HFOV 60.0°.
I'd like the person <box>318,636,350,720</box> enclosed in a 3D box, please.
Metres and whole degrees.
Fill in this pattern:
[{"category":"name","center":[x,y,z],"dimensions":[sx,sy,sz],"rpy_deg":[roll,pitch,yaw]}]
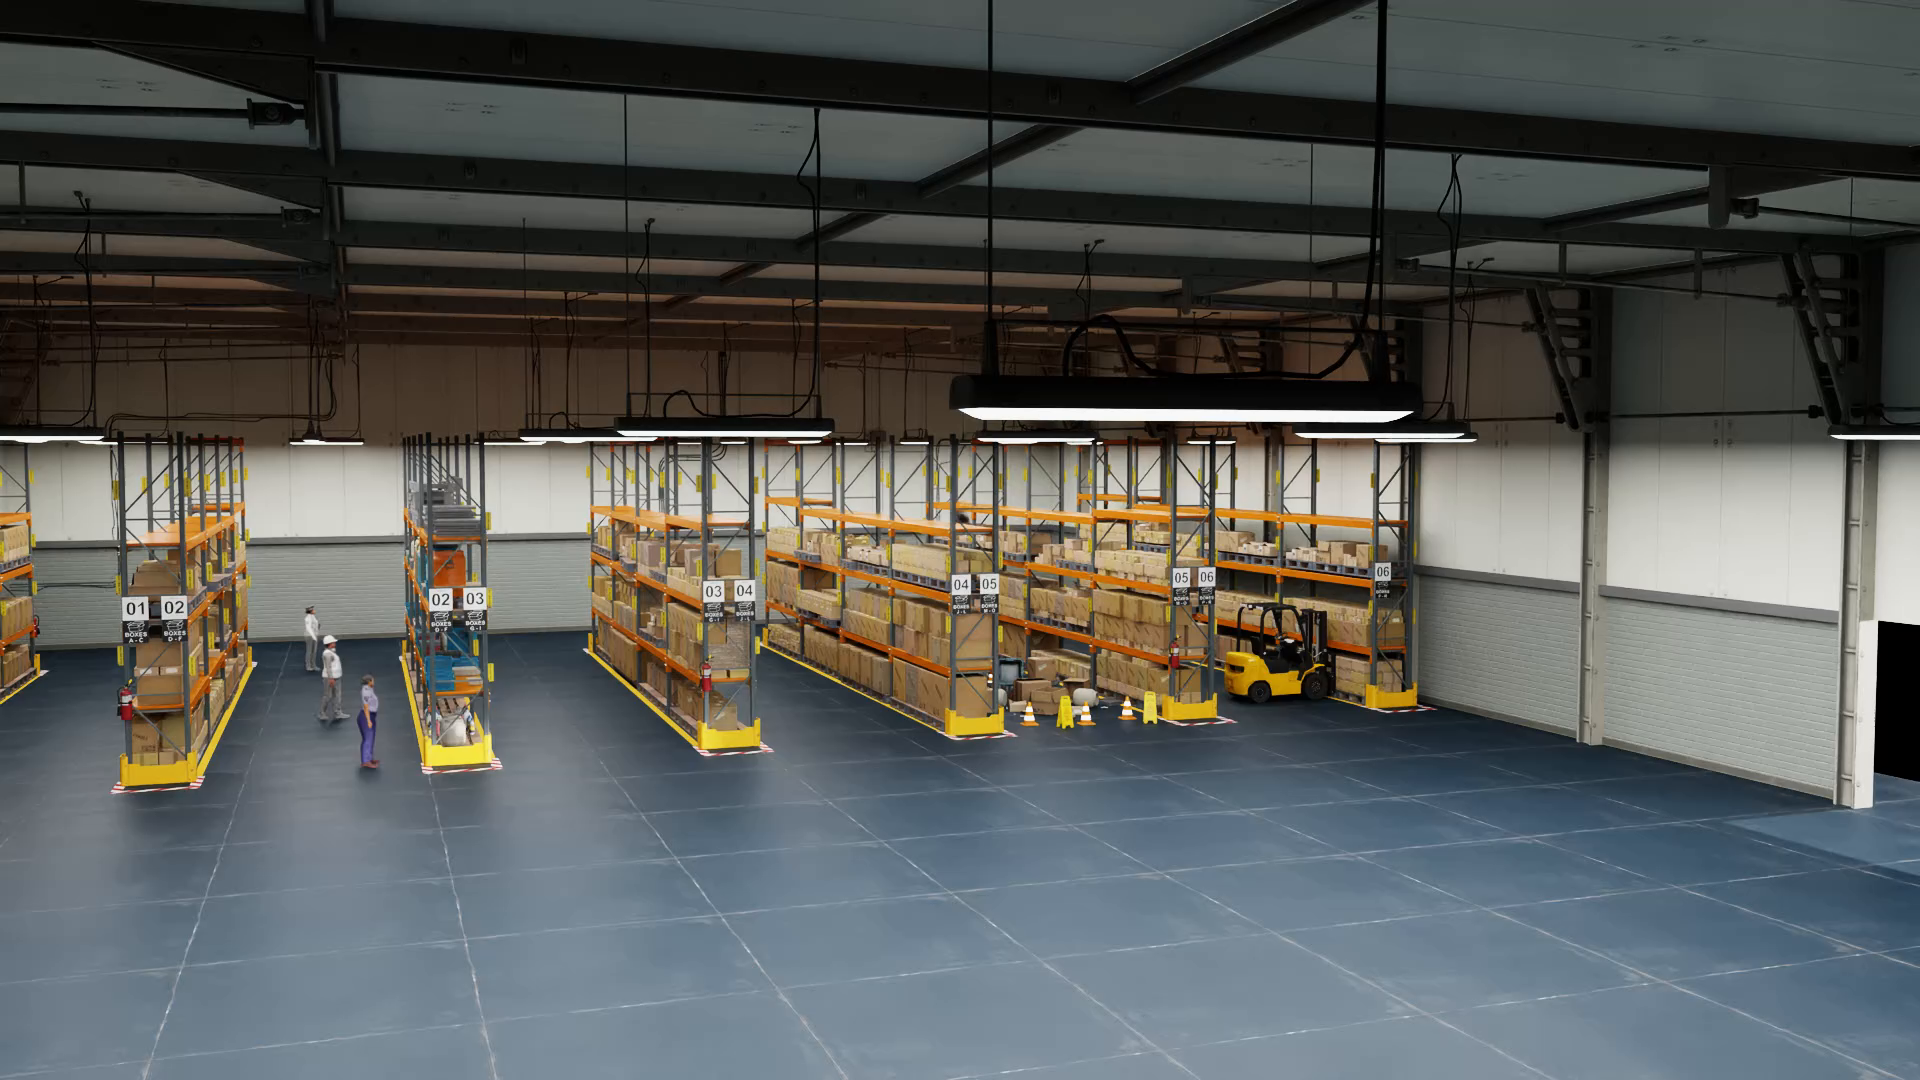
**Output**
[{"category":"person","center":[-13.242,2.902,35.088],"dimensions":[0.613,1.777,0.553],"rpy_deg":[0,3,3]}]

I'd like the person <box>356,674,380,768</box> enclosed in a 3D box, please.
[{"category":"person","center":[-10.669,3.248,29.973],"dimensions":[0.390,1.654,0.628],"rpy_deg":[-1,3,-11]}]

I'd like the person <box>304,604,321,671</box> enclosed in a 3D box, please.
[{"category":"person","center":[-16.609,2.516,42.748],"dimensions":[0.490,1.722,0.575],"rpy_deg":[1,3,11]}]
